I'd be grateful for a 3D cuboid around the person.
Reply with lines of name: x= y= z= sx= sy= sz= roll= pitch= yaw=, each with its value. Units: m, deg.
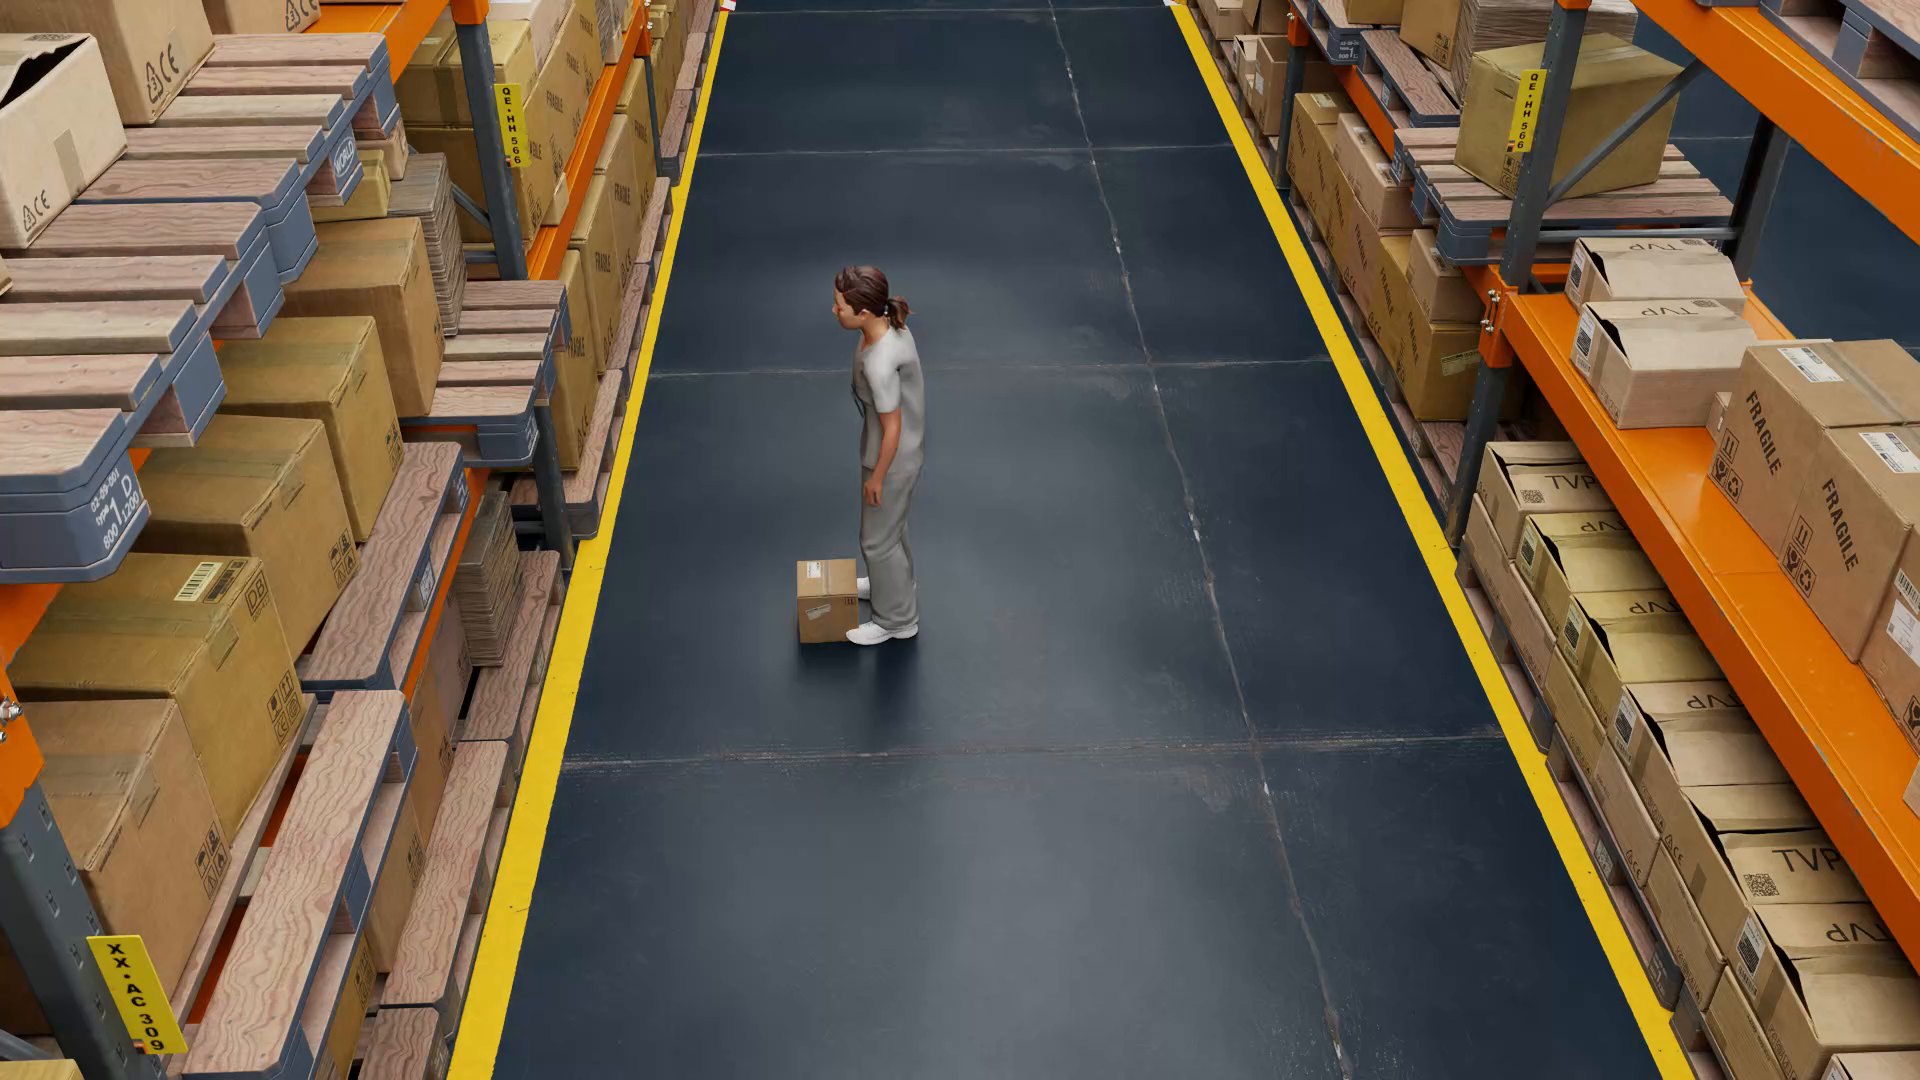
person: x=-0.311 y=-0.339 z=6.624 sx=0.353 sy=1.673 sz=0.491 roll=-2 pitch=35 yaw=-2
